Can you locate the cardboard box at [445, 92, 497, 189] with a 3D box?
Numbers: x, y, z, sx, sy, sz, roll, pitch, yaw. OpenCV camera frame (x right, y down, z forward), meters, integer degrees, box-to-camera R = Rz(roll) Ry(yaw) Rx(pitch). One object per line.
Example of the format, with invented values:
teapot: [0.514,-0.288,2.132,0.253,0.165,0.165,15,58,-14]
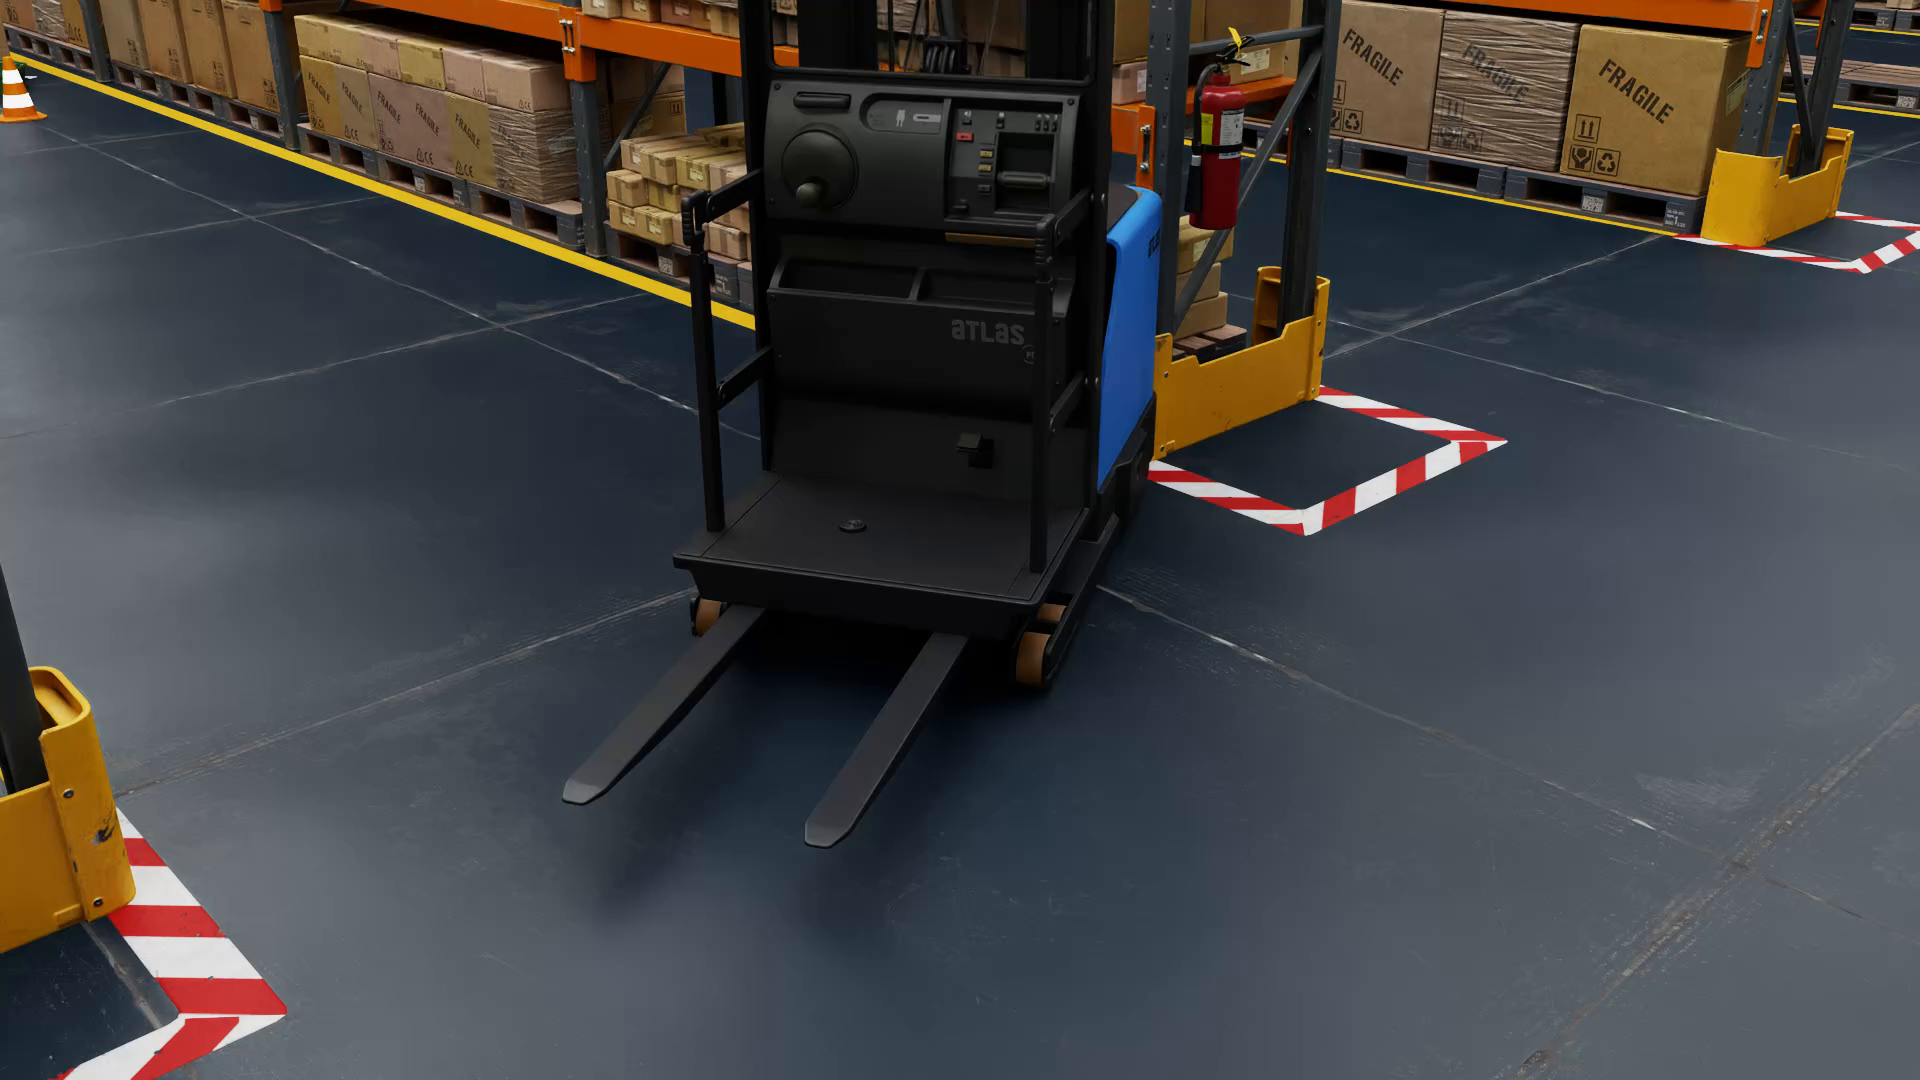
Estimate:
cardboard box: [-2.704,-2.423,9.954,0.500,0.500,0.500,-22,33,-40]

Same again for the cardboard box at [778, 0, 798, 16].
cardboard box: [-0.460,-2.556,7.259,0.500,0.500,0.500,-19,31,-36]

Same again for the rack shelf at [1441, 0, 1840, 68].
rack shelf: [3.393,-3.504,10.685,1.077,0.370,4.000,-21,32,-38]

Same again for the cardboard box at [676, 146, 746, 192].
cardboard box: [-1.225,-1.900,8.513,0.380,0.149,0.250,-22,32,-39]

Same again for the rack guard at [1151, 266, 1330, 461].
rack guard: [1.019,-0.735,6.759,1.175,0.500,0.348,-21,32,-38]

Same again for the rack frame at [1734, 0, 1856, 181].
rack frame: [4.760,-3.226,9.207,1.000,3.000,0.127,-21,32,-38]

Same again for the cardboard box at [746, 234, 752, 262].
cardboard box: [-0.840,-1.478,8.305,0.250,0.149,0.380,22,33,40]

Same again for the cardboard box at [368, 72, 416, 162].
cardboard box: [-3.400,-2.735,10.636,0.500,0.500,0.500,-22,33,-40]

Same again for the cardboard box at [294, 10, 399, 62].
cardboard box: [-4.103,-3.391,11.170,0.500,0.250,0.500,22,32,39]

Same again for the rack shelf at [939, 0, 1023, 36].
rack shelf: [-0.077,-2.151,6.242,0.431,0.518,0.480,-19,18,-36]

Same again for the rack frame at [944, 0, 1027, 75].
rack frame: [0.173,-1.468,6.224,0.400,2.100,0.015,-19,18,-36]

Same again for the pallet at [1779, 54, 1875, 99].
pallet: [7.011,-3.993,14.248,1.003,0.211,1.213,-21,32,-38]

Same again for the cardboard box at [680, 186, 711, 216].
cardboard box: [-1.218,-1.775,8.598,0.380,0.149,0.250,-21,32,-39]

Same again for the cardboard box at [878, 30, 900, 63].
cardboard box: [-0.175,-2.169,7.193,0.250,0.149,0.380,22,33,40]

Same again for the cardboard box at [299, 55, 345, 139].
cardboard box: [-4.100,-3.040,11.306,0.500,0.500,0.500,22,33,40]

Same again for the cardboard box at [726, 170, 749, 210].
cardboard box: [-0.916,-1.727,8.134,0.380,0.149,0.250,-20,31,-37]

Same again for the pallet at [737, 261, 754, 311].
pallet: [-0.340,-1.229,8.191,1.003,0.211,1.213,-21,32,-38]

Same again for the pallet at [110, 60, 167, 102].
pallet: [-6.549,-4.004,14.272,1.003,0.211,1.213,-21,32,-38]

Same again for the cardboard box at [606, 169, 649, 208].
cardboard box: [-1.649,-1.890,8.849,0.380,0.149,0.250,-19,31,-36]

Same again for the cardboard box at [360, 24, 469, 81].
cardboard box: [-3.427,-3.083,10.497,0.500,0.250,0.500,-21,32,-38]

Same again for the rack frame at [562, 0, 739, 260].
rack frame: [-1.663,-3.061,8.846,1.000,3.000,0.127,-21,32,-38]

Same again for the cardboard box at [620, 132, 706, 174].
cardboard box: [-1.579,-2.063,8.870,0.380,0.149,0.250,-20,31,-36]

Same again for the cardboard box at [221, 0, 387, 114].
cardboard box: [-4.748,-3.651,12.343,1.050,0.750,0.750,-22,32,-39]

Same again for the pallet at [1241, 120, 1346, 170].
pallet: [2.489,-2.916,11.889,1.003,0.211,1.213,-21,32,-38]

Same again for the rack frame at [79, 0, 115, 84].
rack frame: [-7.131,-5.485,14.159,1.000,3.000,0.127,-21,32,-38]

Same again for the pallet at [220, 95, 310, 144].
pallet: [-4.881,-3.265,12.652,1.003,0.211,1.213,-21,32,-38]

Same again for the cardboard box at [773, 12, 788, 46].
cardboard box: [-0.773,-2.383,7.663,0.380,0.149,0.250,-20,31,-36]

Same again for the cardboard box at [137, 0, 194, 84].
cardboard box: [-5.985,-4.197,13.540,1.050,0.750,0.750,-21,32,-38]

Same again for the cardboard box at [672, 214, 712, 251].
cardboard box: [-1.259,-1.613,8.600,0.380,0.149,0.250,-21,32,-39]

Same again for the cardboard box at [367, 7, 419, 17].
cardboard box: [-3.739,-3.535,11.488,0.500,0.250,0.500,-22,33,-40]

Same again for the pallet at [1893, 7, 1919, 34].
pallet: [10.567,-5.400,17.333,1.003,0.211,1.213,-21,32,-38]

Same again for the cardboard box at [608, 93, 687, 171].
cardboard box: [-1.975,-2.414,9.934,0.500,0.500,0.500,-20,31,-37]

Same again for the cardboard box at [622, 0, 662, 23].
cardboard box: [-1.478,-2.711,8.382,0.380,0.149,0.250,-20,31,-37]

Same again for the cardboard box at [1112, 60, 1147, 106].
cardboard box: [0.641,-1.754,6.283,0.380,0.149,0.250,-21,32,-38]

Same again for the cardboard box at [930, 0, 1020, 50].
cardboard box: [0.227,-2.251,6.591,0.500,0.500,0.500,-22,32,-39]

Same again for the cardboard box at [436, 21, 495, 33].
cardboard box: [-3.049,-3.227,10.812,0.500,0.250,0.500,-20,31,-37]

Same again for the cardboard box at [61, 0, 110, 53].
cardboard box: [-7.510,-4.920,14.974,0.875,0.875,0.875,-21,32,-38]

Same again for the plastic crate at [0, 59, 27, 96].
plastic crate: [-8.206,-3.913,14.032,0.450,0.188,0.662,4,23,-16]

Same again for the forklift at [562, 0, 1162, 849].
forklift: [-0.178,-1.086,4.599,1.130,2.935,3.031,7,25,15]

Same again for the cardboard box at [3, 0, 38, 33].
cardboard box: [-8.751,-5.469,16.177,0.875,0.875,0.875,-22,32,-39]

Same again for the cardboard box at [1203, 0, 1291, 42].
cardboard box: [0.965,-2.245,6.577,0.500,0.500,0.500,-19,31,-36]

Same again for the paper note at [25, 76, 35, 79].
paper note: [-8.252,-4.081,14.659,0.142,0.020,0.147,3,25,6]

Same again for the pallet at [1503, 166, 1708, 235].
pallet: [4.157,-2.177,10.268,1.003,0.211,1.213,-21,32,-38]

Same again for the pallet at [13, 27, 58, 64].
pallet: [-8.432,-4.839,16.102,1.003,0.211,1.213,-21,32,-38]

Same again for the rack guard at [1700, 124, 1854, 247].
rack guard: [4.777,-2.081,9.710,1.175,0.500,0.348,-21,32,-38]

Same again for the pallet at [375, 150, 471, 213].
pallet: [-3.035,-2.398,10.752,1.003,0.211,1.213,-21,32,-38]

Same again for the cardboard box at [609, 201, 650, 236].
cardboard box: [-1.649,-1.754,8.909,0.250,0.149,0.380,22,33,40]

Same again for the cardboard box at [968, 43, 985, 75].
cardboard box: [0.125,-1.982,6.783,0.380,0.149,0.250,-20,31,-37]

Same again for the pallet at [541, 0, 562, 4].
pallet: [-2.080,-3.247,9.484,1.003,0.211,1.213,-21,32,-38]

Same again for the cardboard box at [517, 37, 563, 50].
cardboard box: [-2.341,-2.916,10.130,0.500,0.250,0.500,-20,31,-37]

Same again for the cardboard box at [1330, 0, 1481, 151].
cardboard box: [3.034,-3.167,11.132,0.875,0.875,0.875,-21,32,-38]

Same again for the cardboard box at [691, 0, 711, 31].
cardboard box: [-1.076,-2.561,8.053,0.250,0.149,0.380,22,33,39]

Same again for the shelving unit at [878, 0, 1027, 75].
shelving unit: [0.018,-1.493,6.411,0.431,2.100,0.503,-19,18,-36]

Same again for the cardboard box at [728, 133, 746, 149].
cardboard box: [-1.027,-2.126,9.008,0.380,0.149,0.250,-21,32,-38]

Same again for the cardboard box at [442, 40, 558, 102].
cardboard box: [-2.699,-2.770,9.809,0.500,0.250,0.500,-19,31,-36]

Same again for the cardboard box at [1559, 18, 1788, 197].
cardboard box: [4.264,-2.621,9.936,0.875,0.875,0.875,-21,32,-38]

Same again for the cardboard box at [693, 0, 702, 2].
cardboard box: [-1.165,-2.873,7.954,0.500,0.500,0.500,-21,32,-38]

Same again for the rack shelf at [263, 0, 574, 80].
rack shelf: [-3.030,-3.340,10.324,1.077,0.370,4.000,-21,32,-38]

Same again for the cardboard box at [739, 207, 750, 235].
cardboard box: [-0.865,-1.603,8.219,0.380,0.149,0.250,-19,31,-36]
